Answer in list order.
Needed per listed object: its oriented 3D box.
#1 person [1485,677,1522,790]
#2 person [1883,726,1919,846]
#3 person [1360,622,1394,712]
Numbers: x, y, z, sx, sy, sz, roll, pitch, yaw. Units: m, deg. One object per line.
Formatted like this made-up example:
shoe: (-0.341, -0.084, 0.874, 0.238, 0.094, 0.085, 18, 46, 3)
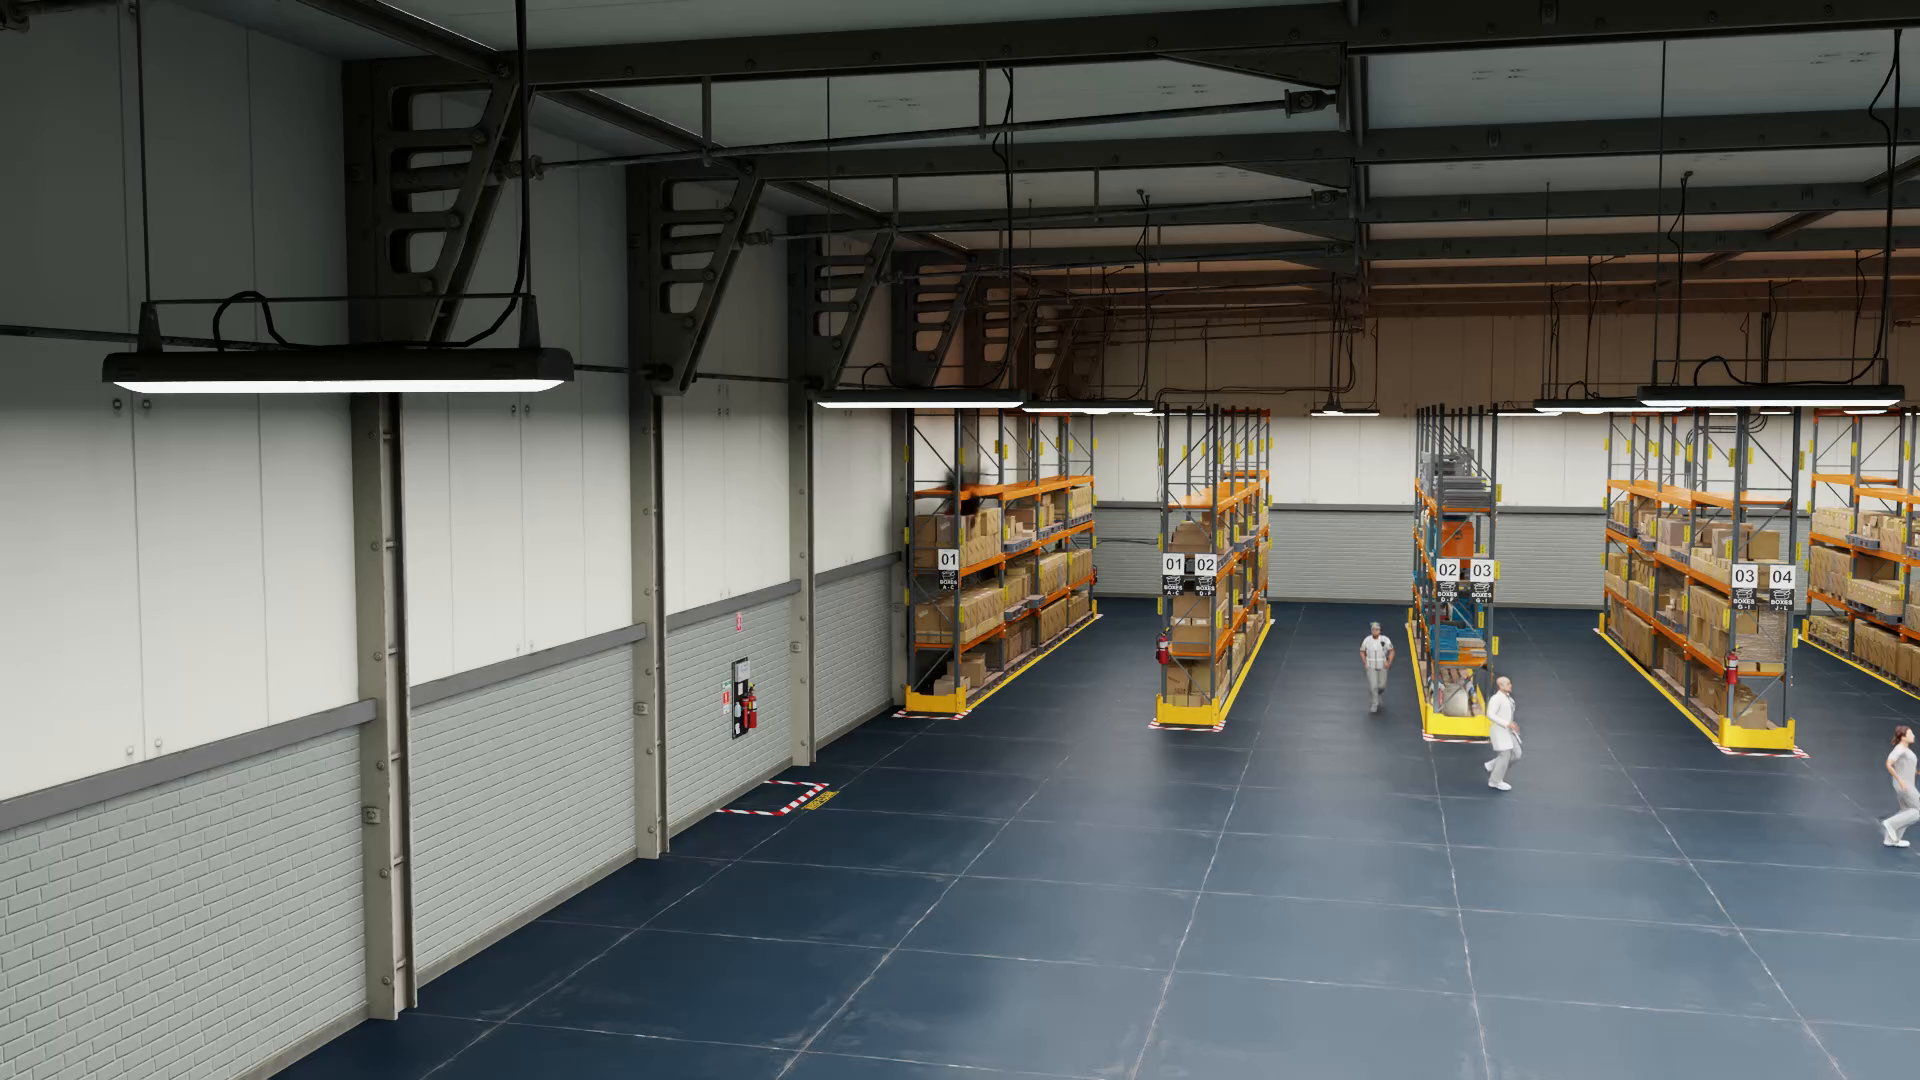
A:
person: (8.383, 2.981, 25.687, 0.630, 1.743, 0.716, 4, 6, 41)
person: (12.643, 3.287, 22.169, 0.546, 1.623, 0.552, 3, 5, 33)
person: (8.187, 2.480, 32.682, 0.661, 1.755, 0.564, 1, 4, 16)
